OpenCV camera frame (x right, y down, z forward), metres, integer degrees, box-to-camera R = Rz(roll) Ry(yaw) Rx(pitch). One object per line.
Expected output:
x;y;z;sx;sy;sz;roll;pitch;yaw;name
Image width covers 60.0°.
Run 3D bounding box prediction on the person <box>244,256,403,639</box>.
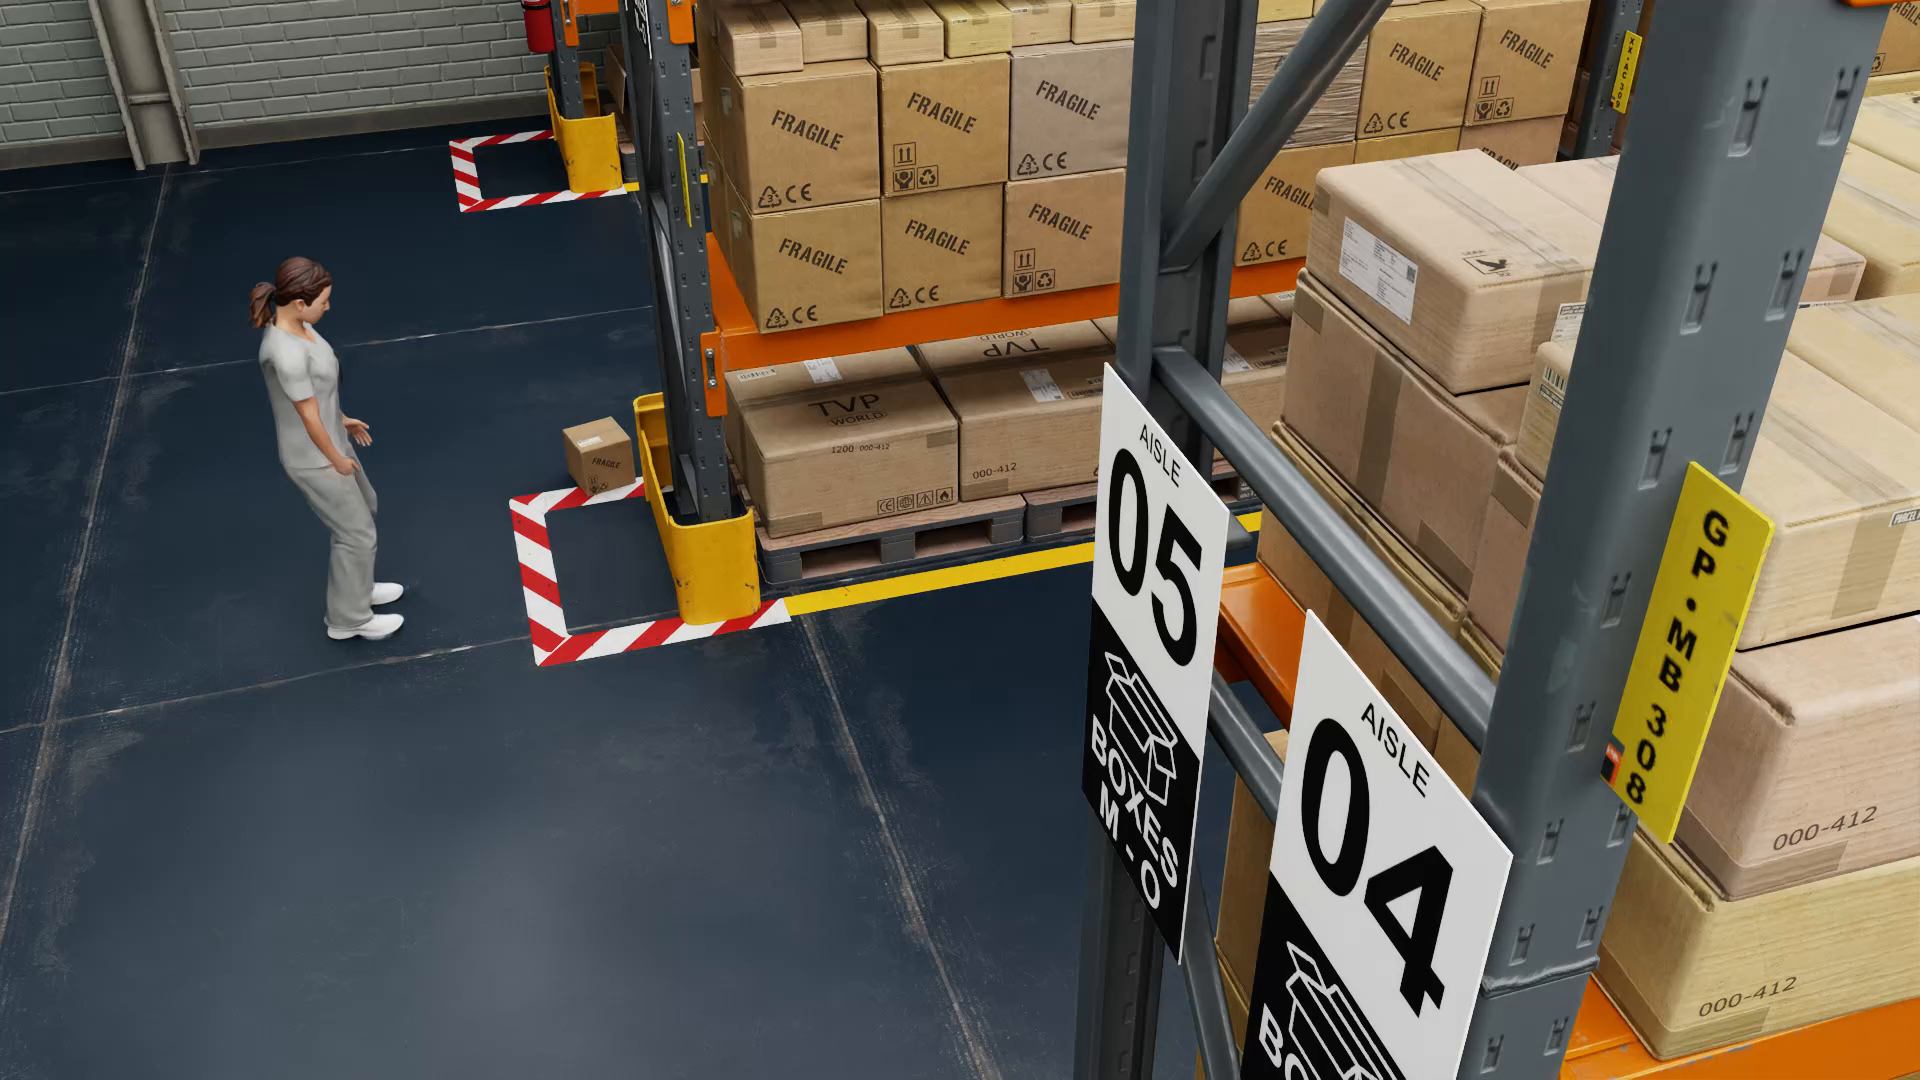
-2.564;-0.368;6.717;0.347;1.652;0.453;-9;35;-13;person
